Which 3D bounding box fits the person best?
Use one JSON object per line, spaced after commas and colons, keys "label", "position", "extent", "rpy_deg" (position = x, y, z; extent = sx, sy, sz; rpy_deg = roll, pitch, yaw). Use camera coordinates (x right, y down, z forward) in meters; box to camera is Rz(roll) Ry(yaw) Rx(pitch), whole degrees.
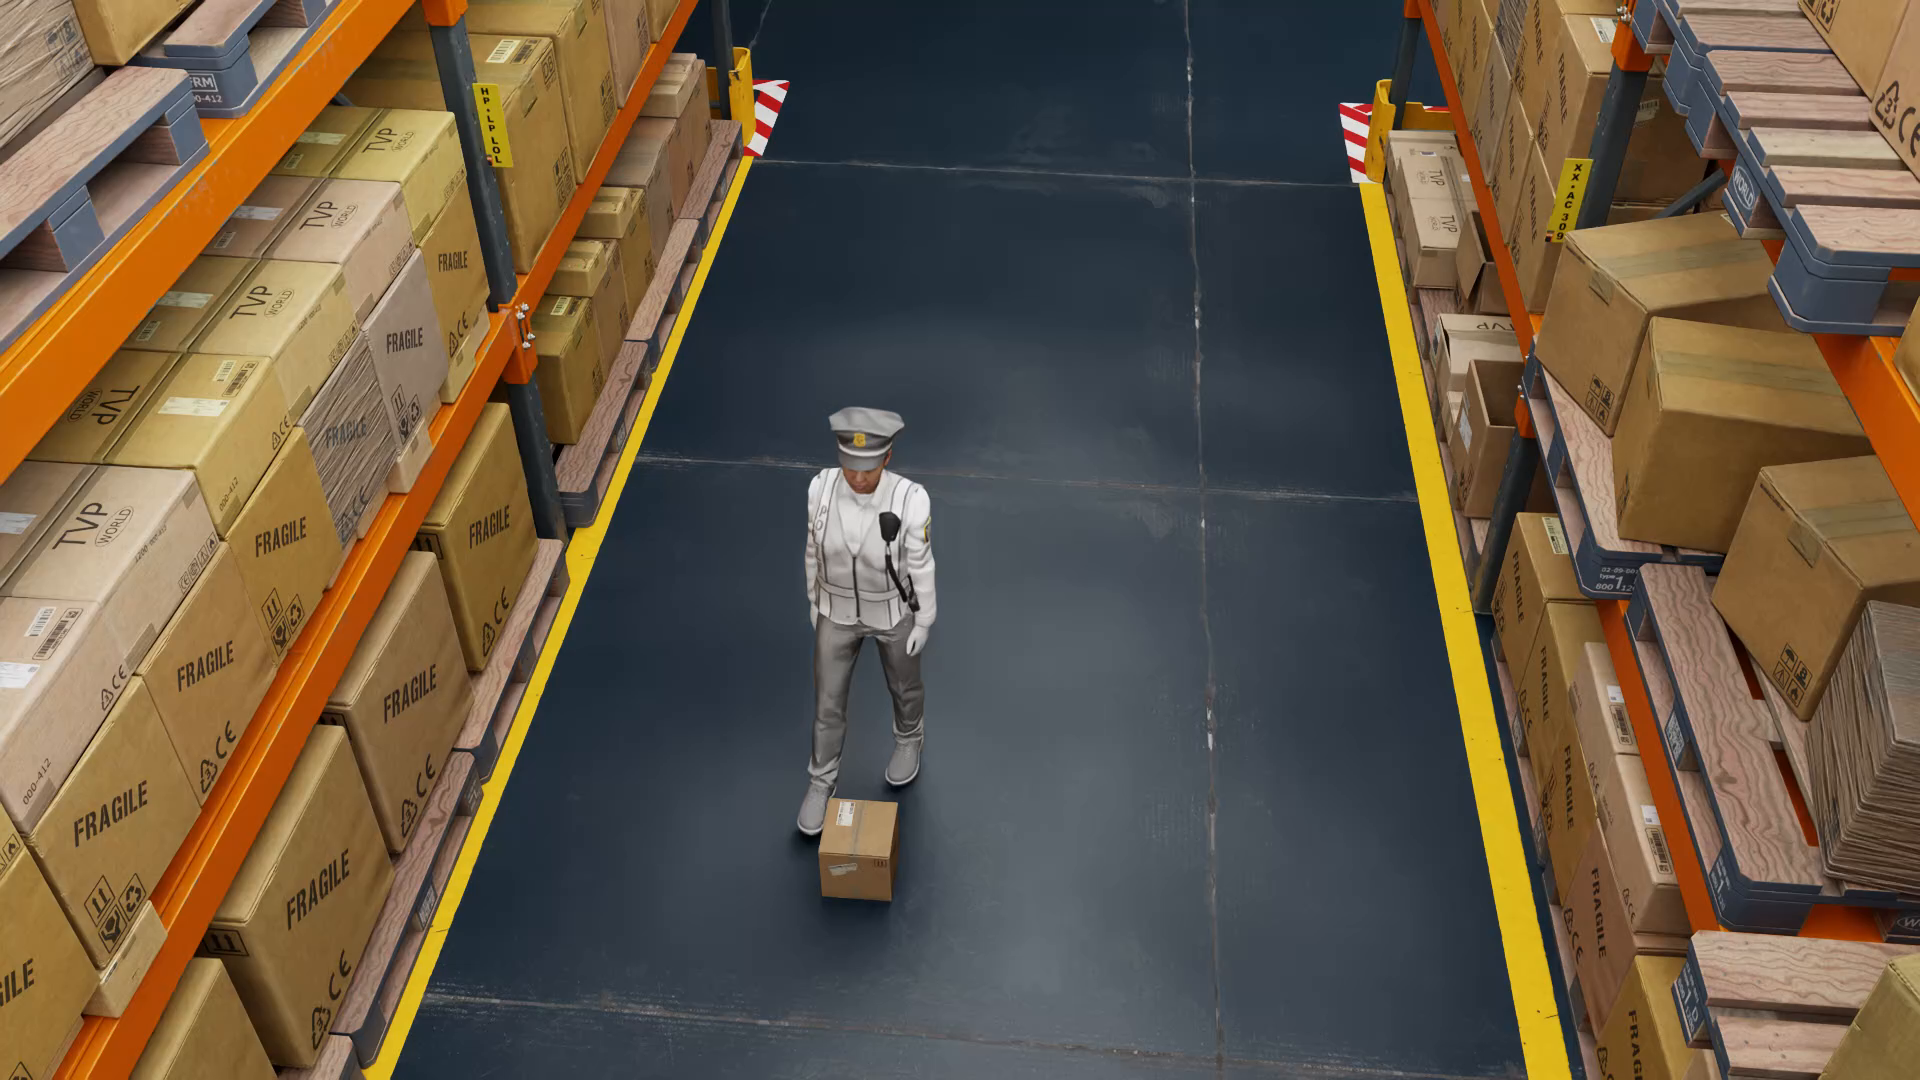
{"label": "person", "position": [-0.333, 0.305, 5.777], "extent": [0.476, 1.676, 0.602], "rpy_deg": [7, 41, 8]}
